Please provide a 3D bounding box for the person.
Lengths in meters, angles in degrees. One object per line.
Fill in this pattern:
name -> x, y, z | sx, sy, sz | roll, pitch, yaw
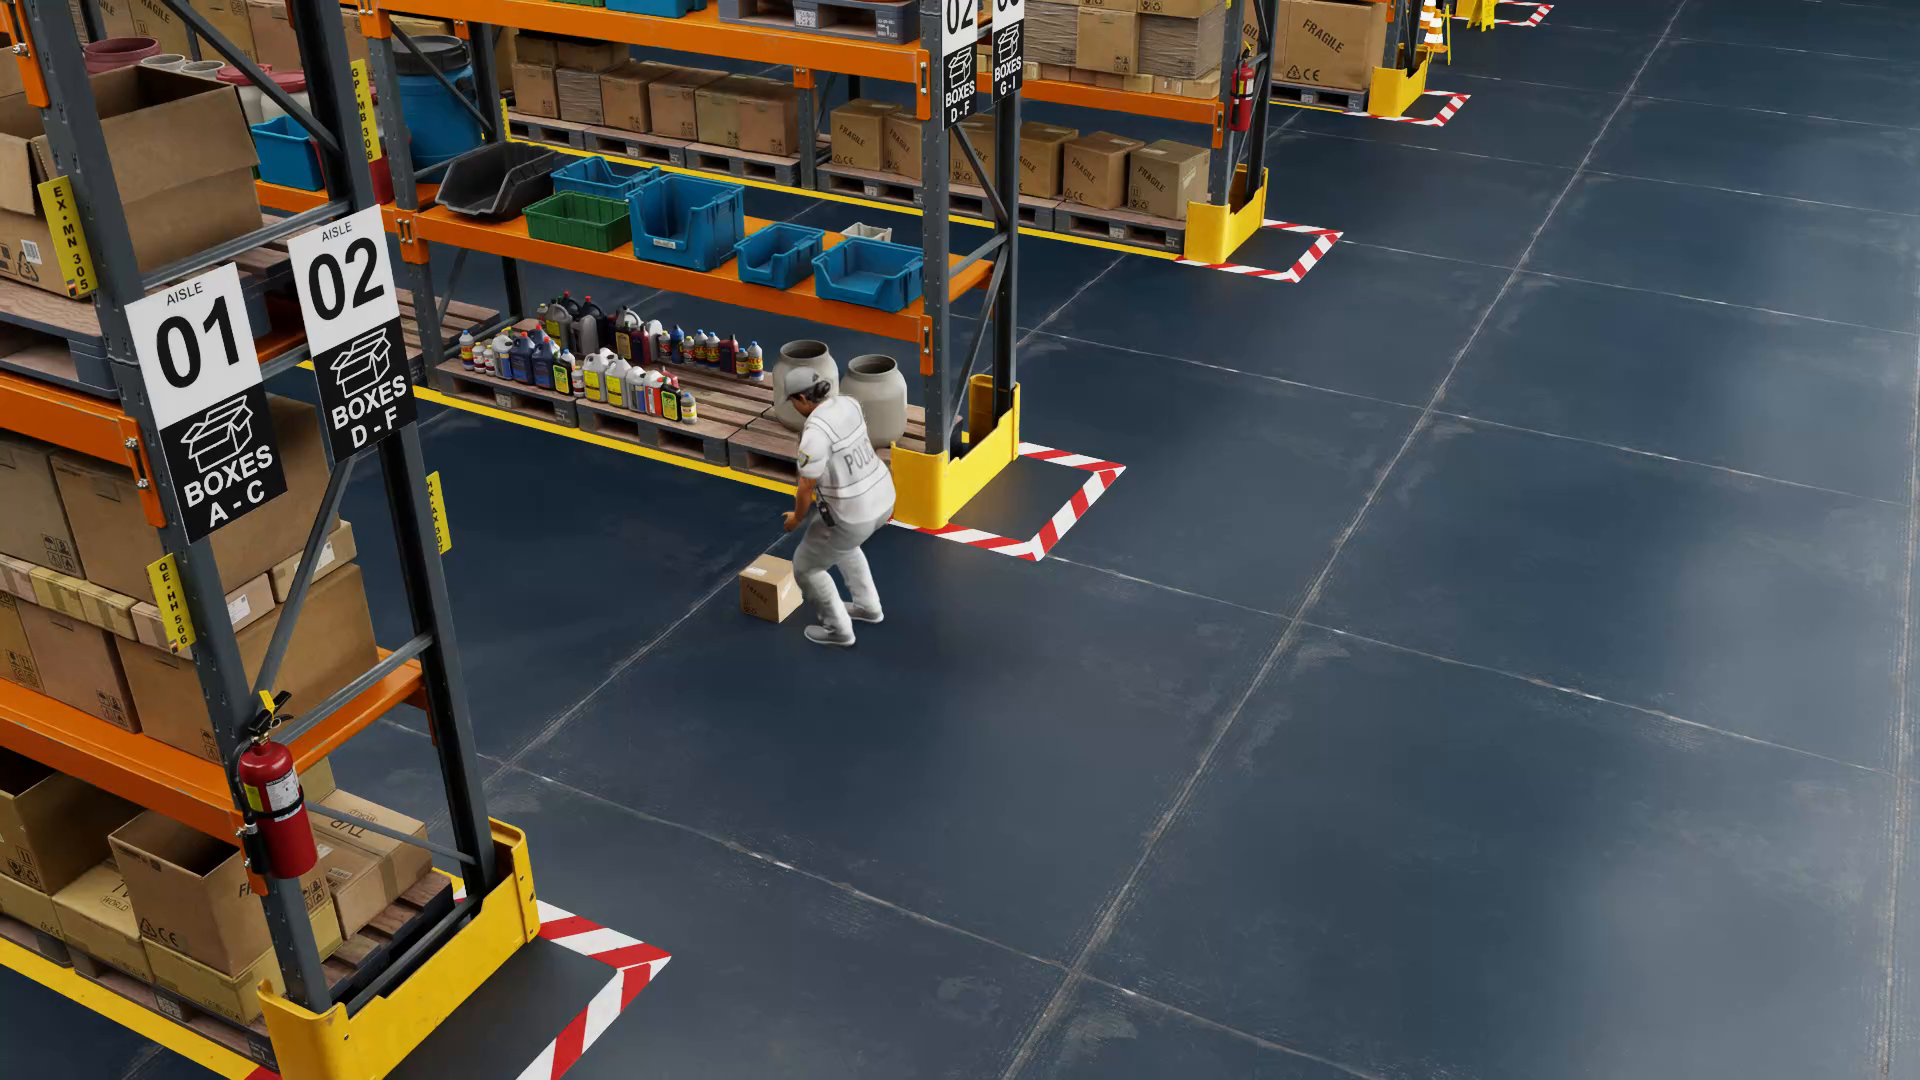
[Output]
person -> -0.658, -0.166, 8.704 | 0.591, 1.541, 0.519 | 15, 33, 24
